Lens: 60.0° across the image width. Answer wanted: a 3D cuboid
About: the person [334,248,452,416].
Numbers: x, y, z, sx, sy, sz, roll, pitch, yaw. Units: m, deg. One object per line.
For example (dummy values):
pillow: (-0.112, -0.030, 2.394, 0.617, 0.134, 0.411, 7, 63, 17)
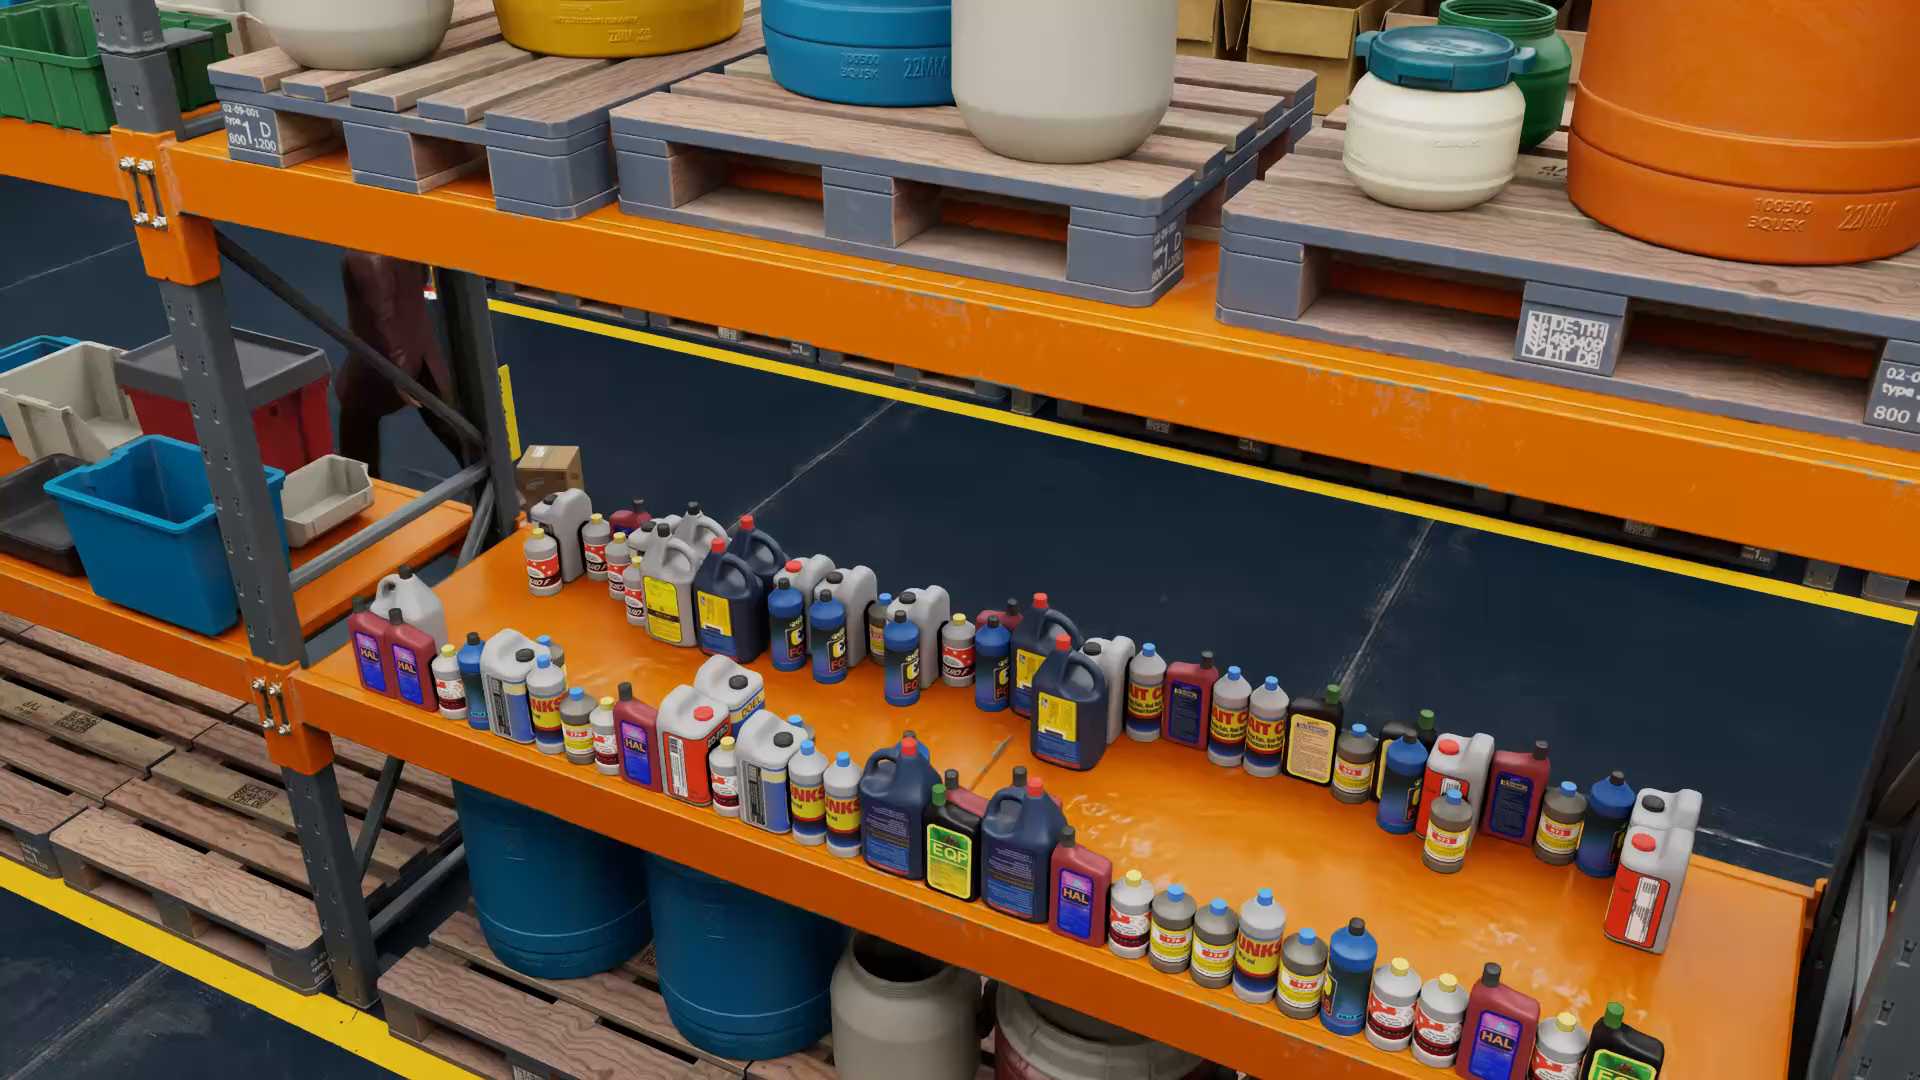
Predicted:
person: (-2.623, -1.046, 7.604, 0.504, 0.939, 0.565, 11, 31, 18)
